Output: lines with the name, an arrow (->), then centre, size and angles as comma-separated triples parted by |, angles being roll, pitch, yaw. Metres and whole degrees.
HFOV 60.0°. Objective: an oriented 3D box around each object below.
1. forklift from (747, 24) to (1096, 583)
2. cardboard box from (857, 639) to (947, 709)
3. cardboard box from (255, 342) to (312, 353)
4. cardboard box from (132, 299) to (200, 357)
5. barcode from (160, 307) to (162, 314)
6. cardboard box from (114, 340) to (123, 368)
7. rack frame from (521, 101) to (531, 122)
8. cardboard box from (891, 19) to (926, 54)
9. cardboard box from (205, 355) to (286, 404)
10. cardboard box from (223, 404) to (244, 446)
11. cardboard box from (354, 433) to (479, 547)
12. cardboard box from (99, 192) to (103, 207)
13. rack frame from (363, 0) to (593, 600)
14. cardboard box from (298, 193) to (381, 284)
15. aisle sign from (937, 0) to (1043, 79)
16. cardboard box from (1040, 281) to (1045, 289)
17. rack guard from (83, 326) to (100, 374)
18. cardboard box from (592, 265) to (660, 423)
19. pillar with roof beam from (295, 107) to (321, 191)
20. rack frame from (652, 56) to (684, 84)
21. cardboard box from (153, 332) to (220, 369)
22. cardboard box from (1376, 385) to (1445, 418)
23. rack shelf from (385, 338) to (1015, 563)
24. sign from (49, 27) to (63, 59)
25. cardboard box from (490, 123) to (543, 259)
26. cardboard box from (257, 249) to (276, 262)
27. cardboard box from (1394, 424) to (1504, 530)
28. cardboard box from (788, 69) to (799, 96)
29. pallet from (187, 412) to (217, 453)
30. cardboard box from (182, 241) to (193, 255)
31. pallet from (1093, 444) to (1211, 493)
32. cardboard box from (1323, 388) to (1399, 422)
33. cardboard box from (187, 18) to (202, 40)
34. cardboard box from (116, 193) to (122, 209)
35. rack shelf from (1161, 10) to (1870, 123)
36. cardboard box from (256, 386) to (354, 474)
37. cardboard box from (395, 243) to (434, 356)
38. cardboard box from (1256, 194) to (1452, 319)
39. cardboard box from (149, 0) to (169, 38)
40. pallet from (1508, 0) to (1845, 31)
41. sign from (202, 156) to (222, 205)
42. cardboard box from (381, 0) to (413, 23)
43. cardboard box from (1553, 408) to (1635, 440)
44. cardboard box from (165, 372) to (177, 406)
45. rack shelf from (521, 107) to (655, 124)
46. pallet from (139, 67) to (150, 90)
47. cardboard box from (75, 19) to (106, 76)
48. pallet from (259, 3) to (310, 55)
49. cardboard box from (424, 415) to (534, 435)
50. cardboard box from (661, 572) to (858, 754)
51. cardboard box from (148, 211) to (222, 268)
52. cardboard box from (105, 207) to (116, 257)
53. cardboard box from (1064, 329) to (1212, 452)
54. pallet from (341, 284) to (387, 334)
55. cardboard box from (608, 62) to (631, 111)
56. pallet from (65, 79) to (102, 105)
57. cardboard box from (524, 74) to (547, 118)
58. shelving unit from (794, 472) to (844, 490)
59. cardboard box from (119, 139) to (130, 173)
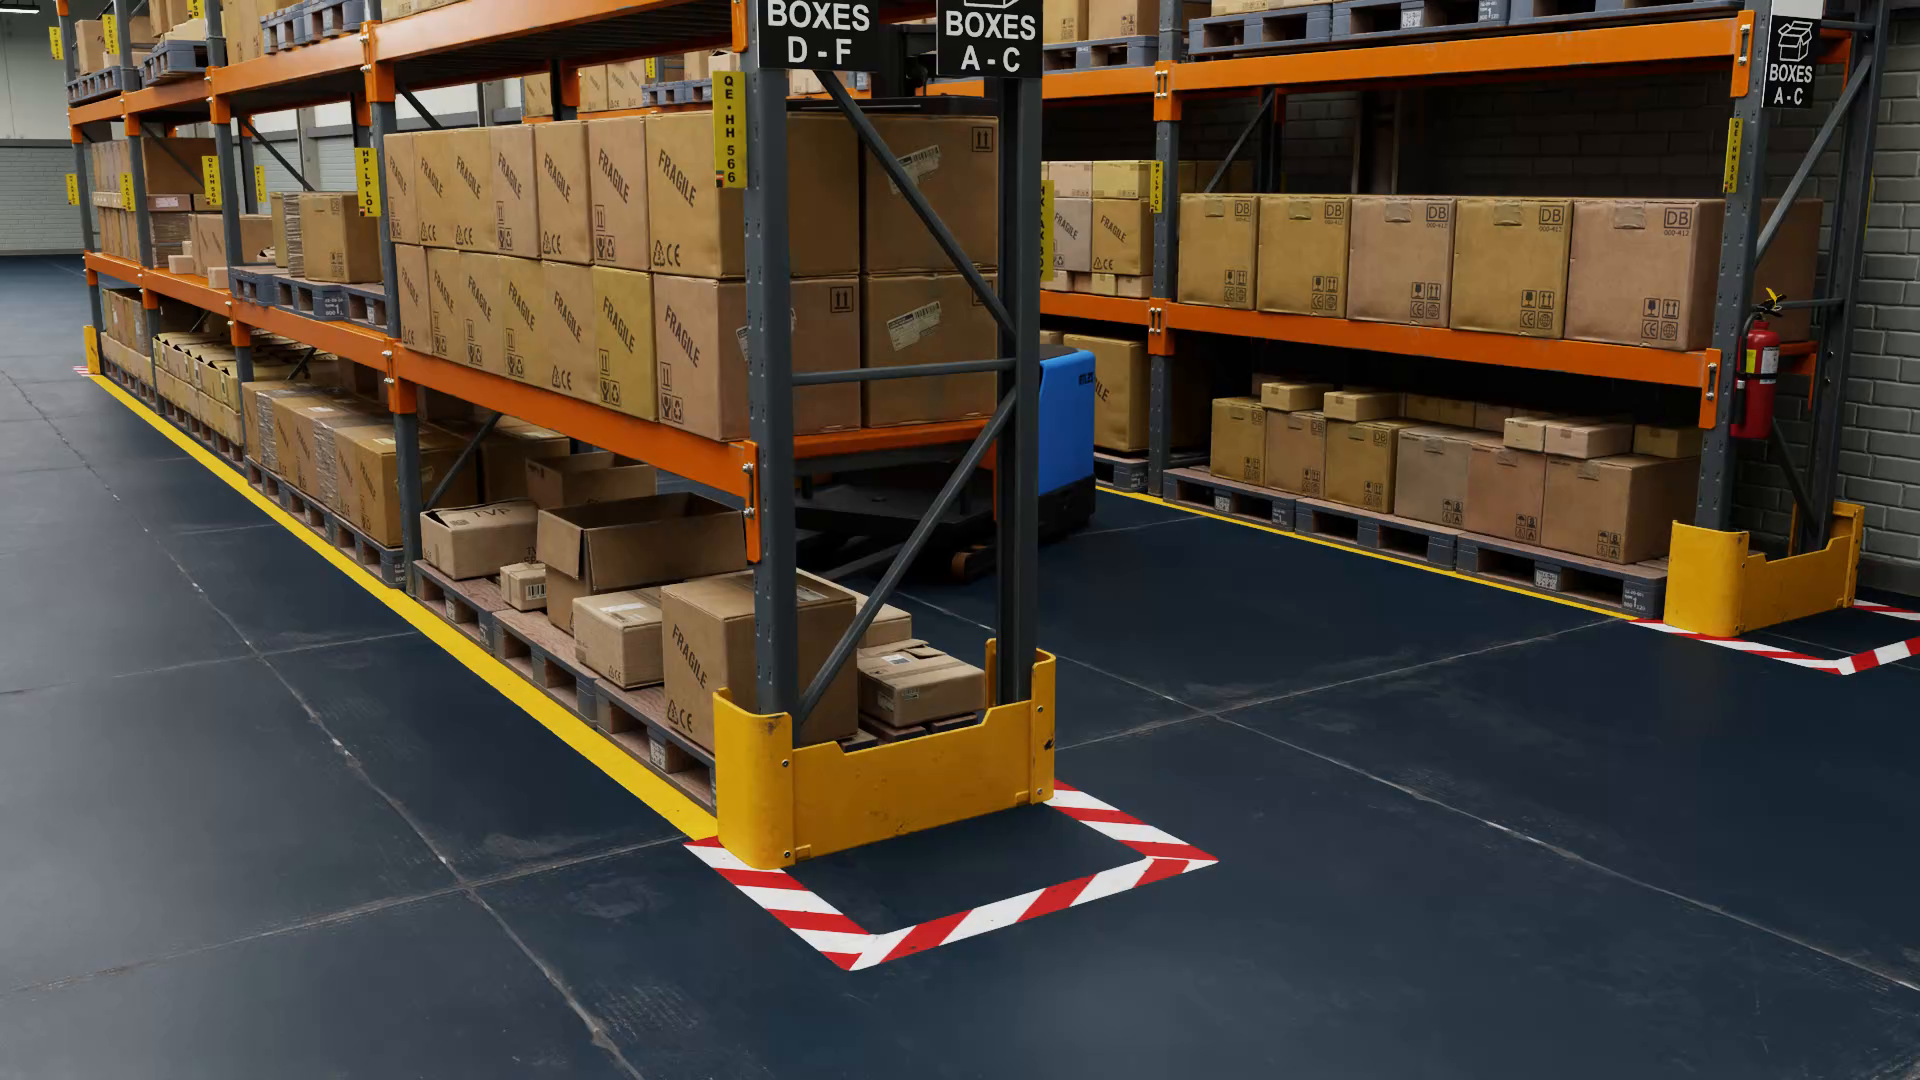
forklift -> -0.289, -1.314, 9.009 | 1.130, 2.935, 3.031 | 6, 14, 27
cardboard box -> -0.272, 0.490, 6.203 | 0.380, 0.166, 0.250 | -8, 15, -33
cardboard box -> -5.530, -1.481, 13.754 | 0.500, 0.311, 0.500 | -8, 15, -33
cardboard box -> -7.542, -2.029, 15.817 | 0.500, 0.500, 0.500 | -8, 15, -33
barcode -> -7.041, -2.022, 14.661 | 0.001, 0.075, 0.075 | -8, 15, -33
cardboard box -> -8.384, -1.928, 17.110 | 0.500, 0.250, 0.500 | -8, 15, -33
rack frame -> -4.930, -3.952, 20.914 | 1.000, 3.000, 0.127 | -8, 15, -33
cardboard box -> -0.187, -4.181, 13.674 | 0.700, 0.500, 0.500 | -10, 16, -37
cardboard box -> -5.408, -1.234, 12.624 | 0.500, 0.311, 0.500 | -8, 15, -34
cardboard box -> -5.114, -0.869, 12.268 | 0.500, 0.250, 0.500 | -8, 15, -31
cardboard box -> -2.916, -0.279, 8.937 | 0.500, 0.500, 0.500 | -8, 15, -33
cardboard box -> -8.729, -3.545, 17.297 | 0.380, 0.149, 0.250 | -8, 15, -33
rack frame -> -2.404, -1.231, 8.470 | 1.000, 3.000, 0.127 | -8, 15, -33
cardboard box -> -3.434, -1.792, 9.818 | 0.500, 0.500, 0.700 | 11, 16, 41
aisle sign -> 0.095, -1.812, 5.043 | 0.394, 0.787, 0.004 | -8, 15, -33
cardboard box -> 0.754, -1.917, 12.146 | 0.380, 0.149, 0.250 | -8, 15, -33
rack guard -> -9.066, -2.148, 18.516 | 1.175, 0.500, 0.348 | -8, 15, -33
cardboard box -> -0.953, -0.708, 5.844 | 0.500, 0.500, 0.500 | -8, 15, -32
pillar with roof beam -> -17.379, -9.553, 32.480 | 9.100, 9.000, 0.400 | -8, 15, -33
rack frame -> -2.714, -6.172, 17.020 | 1.000, 3.000, 0.127 | -8, 15, -33
cardboard box -> -6.814, -1.687, 14.695 | 0.500, 0.311, 0.500 | -8, 15, -33
cardboard box -> 2.711, -0.838, 10.022 | 0.380, 0.149, 0.250 | -8, 15, -32
rack shelf -> -1.296, -0.524, 6.921 | 1.077, 0.370, 4.000 | -8, 15, -33
sign -> -9.518, -5.232, 17.512 | 0.100, 0.325, 0.005 | -8, 15, -33
cardboard box -> -1.519, -1.376, 6.560 | 0.500, 0.500, 0.500 | -8, 14, -31
cardboard box -> -4.785, -1.969, 12.052 | 0.500, 0.311, 0.500 | -7, 14, -29
cardboard box -> 2.907, -0.382, 9.454 | 0.700, 0.500, 0.500 | -9, 15, -35
cardboard box -> -1.139, -4.297, 15.179 | 0.797, 0.503, 0.637 | -6, 14, -25
pallet -> -5.715, -0.948, 13.703 | 1.003, 0.211, 1.213 | -8, 15, -33
cardboard box -> -6.527, -2.498, 14.616 | 0.500, 0.250, 0.500 | -7, 14, -29
pallet -> 1.228, -0.584, 12.039 | 1.003, 0.211, 1.213 | -8, 15, -33
cardboard box -> 2.374, -0.799, 9.842 | 0.380, 0.149, 0.250 | -9, 15, -34
cardboard box -> -5.531, -3.808, 12.601 | 0.500, 0.250, 0.500 | -8, 15, -34
cardboard box -> -8.017, -3.316, 16.250 | 0.380, 0.149, 0.250 | -8, 14, -31
rack shelf -> 2.826, -2.576, 9.284 | 1.077, 0.370, 4.000 | -8, 15, -33
cardboard box -> -4.311, -0.729, 10.996 | 0.500, 0.500, 0.500 | -9, 15, -35
cardboard box -> -2.348, -1.157, 7.898 | 0.500, 0.500, 0.500 | -8, 14, -31
cardboard box -> 2.405, -1.736, 10.076 | 0.980, 0.700, 0.700 | -9, 15, -34
cardboard box -> -6.527, -4.503, 14.024 | 0.500, 0.500, 0.500 | -8, 15, -32
pallet -> 3.515, -2.660, 8.188 | 1.003, 0.211, 1.213 | -8, 15, -33
sign -> -5.080, -2.442, 11.297 | 0.100, 0.325, 0.005 | -8, 15, -33
cardboard box -> -2.340, -2.508, 7.637 | 0.500, 0.250, 0.500 | -8, 15, -33
cardboard box -> 3.418, -0.612, 8.988 | 0.380, 0.149, 0.250 | -8, 15, -33
cardboard box -> -6.537, -1.324, 14.347 | 0.500, 0.250, 0.500 | -8, 14, -31
rack shelf -> -3.822, -4.711, 19.044 | 1.077, 0.370, 4.000 | -8, 15, -33
pallet -> -6.337, -3.871, 13.966 | 0.805, 0.209, 1.217 | -9, 15, -35
cardboard box -> -8.360, -4.825, 16.340 | 0.500, 0.500, 0.500 | -8, 15, -33
pallet -> -3.284, -2.913, 9.580 | 1.213, 0.211, 1.003 | -8, 15, -33
cardboard box -> -2.774, -0.433, 9.643 | 0.500, 0.500, 0.500 | -8, 15, -32
cardboard box -> -0.694, 0.419, 5.746 | 0.500, 0.500, 0.500 | -8, 15, -33
cardboard box -> -7.087, -2.781, 15.323 | 0.700, 0.500, 0.500 | -9, 15, -34
cardboard box -> -8.509, -3.237, 17.408 | 0.700, 0.500, 0.500 | -8, 14, -31
cardboard box -> 1.250, -1.073, 11.798 | 0.750, 0.750, 0.750 | -8, 15, -32
pallet -> -2.756, -1.292, 9.200 | 1.003, 0.211, 1.213 | -8, 15, -33
cardboard box -> -3.469, -4.917, 18.023 | 0.500, 0.500, 0.500 | -10, 16, -37
pallet -> -8.682, -4.659, 17.329 | 1.003, 0.211, 1.213 | -8, 15, -33
cardboard box -> -4.953, -5.387, 20.173 | 0.500, 0.500, 0.500 | -8, 14, -31
shelving unit -> -0.618, -1.041, 11.113 | 1.083, 1.500, 0.587 | 10, 16, 37
cardboard box -> -7.645, -3.594, 16.003 | 0.700, 0.500, 0.500 | -8, 15, -33
